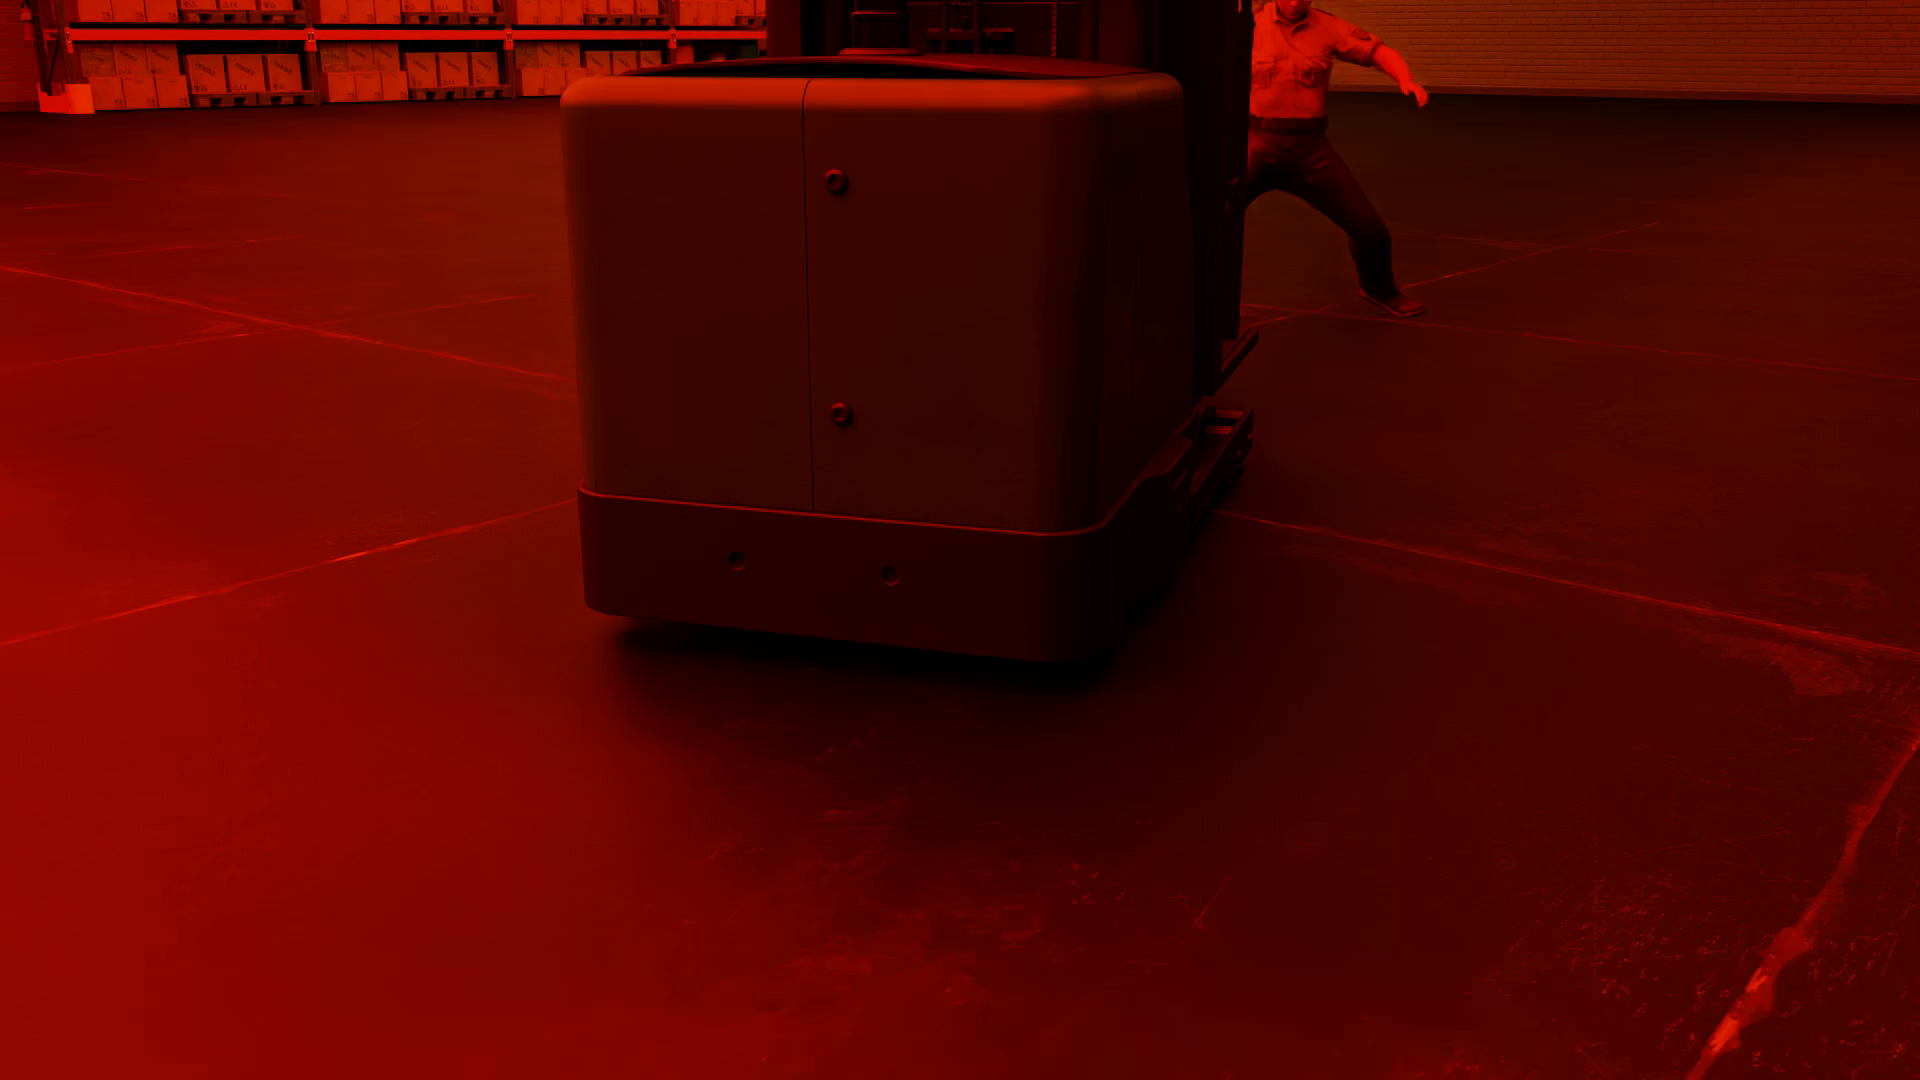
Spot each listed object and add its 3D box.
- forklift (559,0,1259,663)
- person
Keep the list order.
[{"bbox_3d":[0.182,-1.571,4.072,1.130,2.935,3.031,5,18,17],"label":"forklift"},{"bbox_3d":[1.354,-1.562,6.591,1.230,1.465,0.896,1,17,2],"label":"person"}]
